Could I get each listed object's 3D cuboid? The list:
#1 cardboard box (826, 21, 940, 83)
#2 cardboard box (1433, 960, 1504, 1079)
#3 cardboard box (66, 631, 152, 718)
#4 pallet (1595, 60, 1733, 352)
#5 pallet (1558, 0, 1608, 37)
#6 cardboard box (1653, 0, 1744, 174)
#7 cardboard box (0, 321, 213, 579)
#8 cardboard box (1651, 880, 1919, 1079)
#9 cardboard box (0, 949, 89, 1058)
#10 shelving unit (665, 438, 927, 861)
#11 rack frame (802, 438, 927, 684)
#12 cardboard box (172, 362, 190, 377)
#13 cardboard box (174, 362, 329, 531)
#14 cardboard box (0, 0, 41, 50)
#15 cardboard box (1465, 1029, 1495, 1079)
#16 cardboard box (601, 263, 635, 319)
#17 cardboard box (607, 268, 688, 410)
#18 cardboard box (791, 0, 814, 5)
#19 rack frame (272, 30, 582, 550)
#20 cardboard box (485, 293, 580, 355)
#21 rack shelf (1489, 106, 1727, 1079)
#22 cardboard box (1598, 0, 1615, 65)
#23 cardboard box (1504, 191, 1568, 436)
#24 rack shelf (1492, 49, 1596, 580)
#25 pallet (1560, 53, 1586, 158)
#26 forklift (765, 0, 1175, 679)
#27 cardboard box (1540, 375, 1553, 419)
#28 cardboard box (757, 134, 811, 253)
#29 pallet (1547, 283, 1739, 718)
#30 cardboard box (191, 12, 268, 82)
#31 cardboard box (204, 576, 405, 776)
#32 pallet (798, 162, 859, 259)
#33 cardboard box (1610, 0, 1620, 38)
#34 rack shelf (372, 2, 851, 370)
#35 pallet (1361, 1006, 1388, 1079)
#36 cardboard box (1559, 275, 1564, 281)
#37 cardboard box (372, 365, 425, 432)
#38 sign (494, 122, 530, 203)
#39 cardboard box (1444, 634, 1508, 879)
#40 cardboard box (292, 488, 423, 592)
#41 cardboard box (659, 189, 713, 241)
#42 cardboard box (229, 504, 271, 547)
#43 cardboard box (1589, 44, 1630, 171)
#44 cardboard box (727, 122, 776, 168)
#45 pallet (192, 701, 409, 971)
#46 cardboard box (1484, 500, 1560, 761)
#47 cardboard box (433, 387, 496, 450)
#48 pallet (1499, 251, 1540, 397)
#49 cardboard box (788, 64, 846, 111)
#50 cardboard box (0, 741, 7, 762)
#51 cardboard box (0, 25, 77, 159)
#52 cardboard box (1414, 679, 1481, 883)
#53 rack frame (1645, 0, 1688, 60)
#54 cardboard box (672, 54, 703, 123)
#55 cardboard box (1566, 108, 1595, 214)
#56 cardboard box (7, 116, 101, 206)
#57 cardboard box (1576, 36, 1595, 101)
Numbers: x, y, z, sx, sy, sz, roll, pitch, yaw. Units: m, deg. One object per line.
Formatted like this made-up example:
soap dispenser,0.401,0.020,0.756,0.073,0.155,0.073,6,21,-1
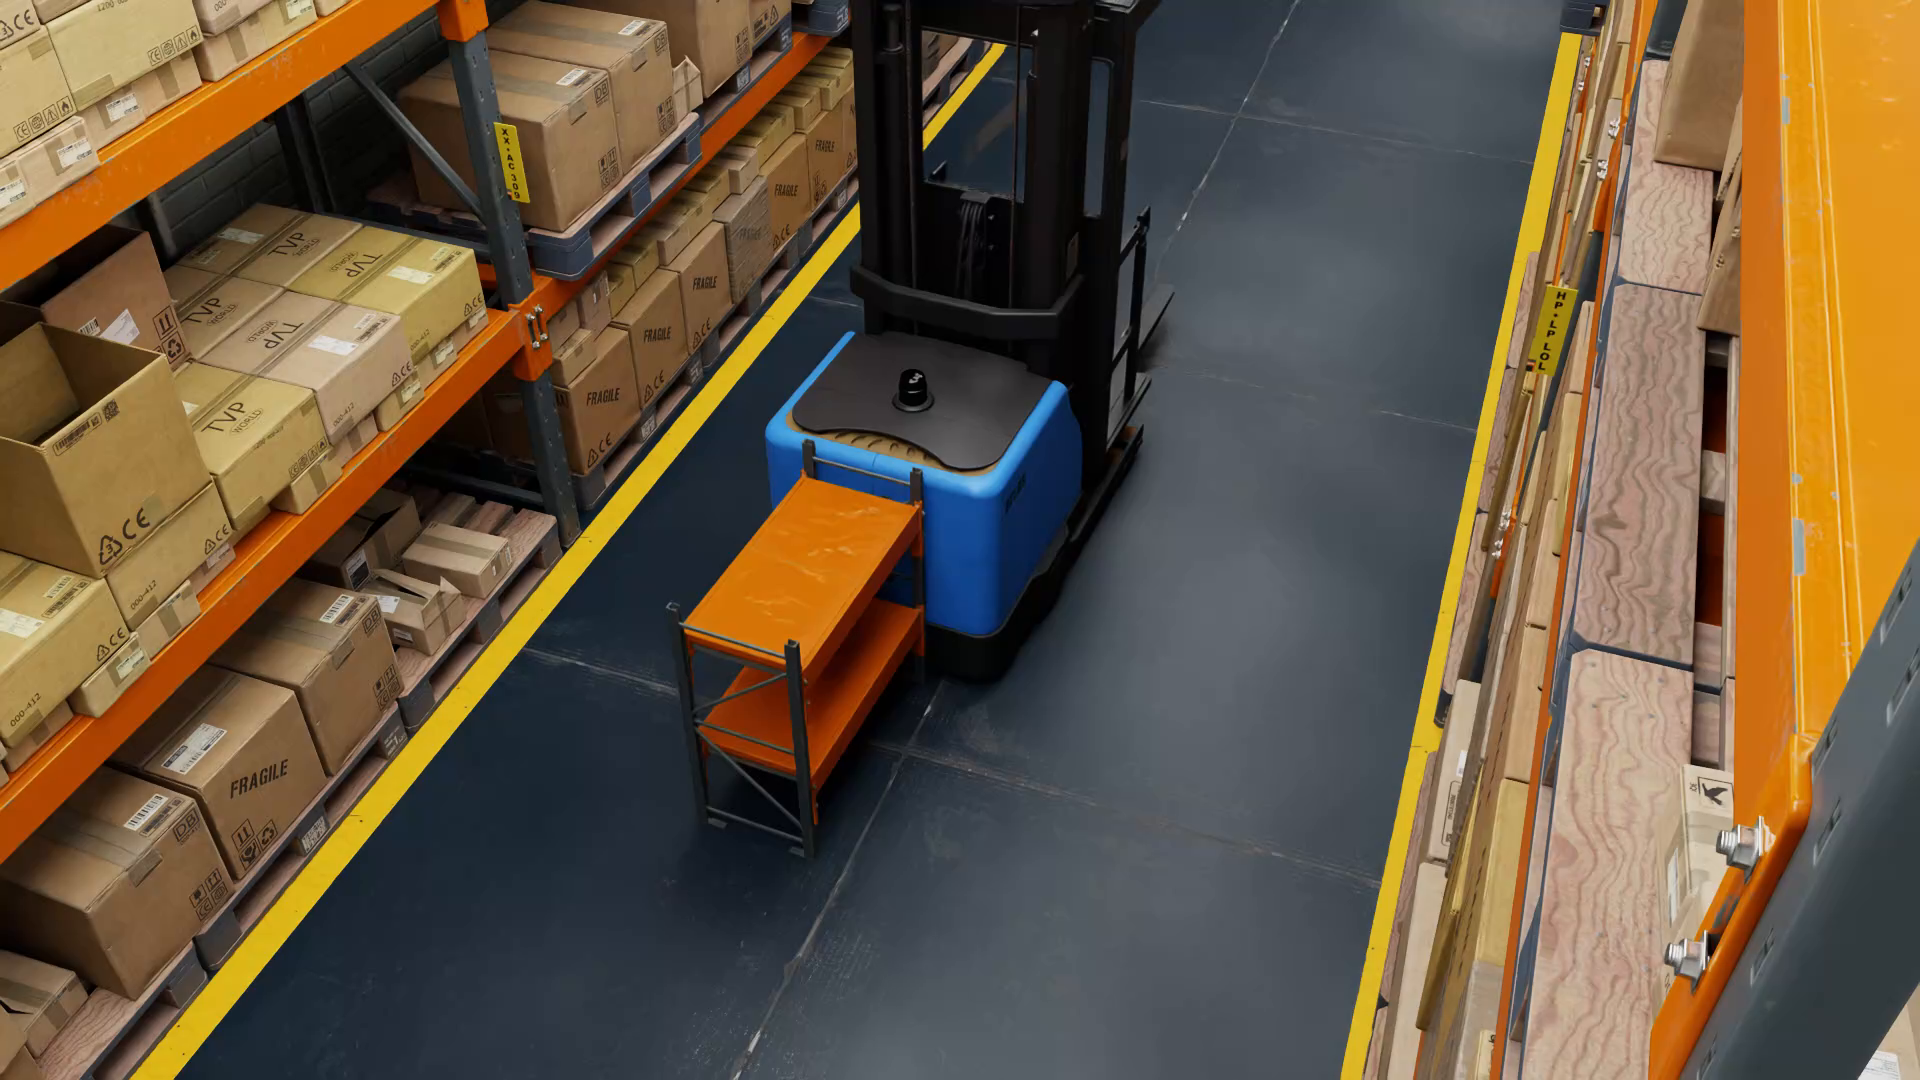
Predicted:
cardboard box,-0.655,-3.318,10.787,0.875,0.625,0.625,15,43,16
cardboard box,1.141,1.204,3.134,0.500,0.500,0.500,13,42,15
cardboard box,-2.759,0.376,5.145,0.380,0.149,0.250,12,42,14
pallet,2.127,-0.756,4.036,1.003,0.211,1.213,13,42,15
pallet,3.928,-2.970,9.022,1.213,0.211,1.003,13,42,15
cardboard box,2.018,-1.210,4.022,0.500,0.500,0.500,14,42,16
cardboard box,-2.696,-0.278,5.027,0.500,0.500,0.500,14,43,16
cardboard box,1.118,0.718,1.954,0.500,0.250,0.500,10,41,11
cardboard box,-3.137,1.518,5.487,0.380,0.149,0.250,12,42,13
shelving unit,-0.575,0.410,6.356,0.538,1.125,1.048,15,43,17
rack frame,-0.375,0.107,6.712,0.500,1.125,0.032,15,43,17
cardboard box,-3.015,-0.437,5.791,0.500,0.250,0.500,14,42,16
cardboard box,-2.534,-0.326,5.661,0.500,0.250,0.500,13,42,15
cardboard box,-2.713,-1.336,4.148,0.500,0.250,0.500,14,43,16
cardboard box,1.057,1.030,2.838,0.380,0.149,0.250,13,42,15
cardboard box,-1.777,-1.205,7.907,0.380,0.149,0.250,11,42,13
cardboard box,-1.699,-1.025,8.197,0.500,0.500,0.500,13,42,15
cardboard box,-0.938,-3.071,8.785,0.500,0.250,0.500,11,42,13
rack frame,-2.249,-1.244,6.851,1.000,3.000,0.127,13,42,15
cardboard box,-1.933,-0.986,7.422,0.380,0.149,0.250,13,42,14
rack shelf,1.733,0.207,3.393,1.077,0.370,4.000,13,42,15
cardboard box,3.379,-2.464,8.011,0.500,0.250,0.500,13,42,15
cardboard box,3.162,-0.990,7.867,0.875,0.875,0.875,14,42,16
rack shelf,3.101,-1.091,7.226,1.077,0.370,4.000,13,42,15
pallet,4.472,-2.742,10.755,1.003,0.211,1.213,13,42,15
forklift,0.251,-1.497,7.200,1.130,2.935,3.031,15,43,17
cardboard box,2.339,-0.601,5.827,0.500,0.250,0.500,13,42,15
cardboard box,-1.181,-1.965,9.298,0.500,0.500,0.500,15,43,17
pallet,1.709,-0.014,3.166,1.003,0.211,1.213,13,42,15
cardboard box,-2.369,-1.546,5.087,0.380,0.149,0.250,13,42,15
cardboard box,-2.635,0.489,6.422,0.700,0.500,0.500,12,42,13
pallet,-1.172,-2.176,10.092,1.003,0.211,1.213,13,42,15
cardboard box,3.226,-2.452,7.419,0.500,0.500,0.500,13,42,15
rack shelf,-1.565,-2.191,8.514,1.077,0.370,4.000,13,42,15
pallet,1.668,2.109,5.069,1.003,0.211,1.213,13,42,15
cardboard box,2.699,-1.031,6.717,0.500,0.250,0.500,12,42,14
cardboard box,-2.255,-0.571,6.255,0.380,0.149,0.250,14,43,16
sign,-1.736,-1.458,6.434,0.100,0.325,0.005,13,42,15
cardboard box,1.658,0.653,4.550,0.500,0.500,0.500,14,42,15
cardboard box,-2.697,-0.031,7.177,0.500,0.311,0.500,15,43,17
cardboard box,-1.488,-1.670,8.453,0.380,0.149,0.250,15,43,17
cardboard box,-2.625,-0.122,5.729,0.380,0.149,0.250,14,42,16
cardboard box,2.696,-1.514,6.319,0.500,0.500,0.500,15,43,16
cardboard box,-1.225,-2.155,9.021,0.380,0.149,0.250,13,42,14
pallet,-2.900,0.982,6.390,1.003,0.211,1.213,13,42,15
cardboard box,1.662,0.290,4.205,0.500,0.500,0.500,14,42,16
cardboard box,-2.359,-0.818,7.954,0.500,0.500,0.500,13,42,15
pallet,3.444,-1.060,8.783,1.003,0.211,1.213,13,42,15
cardboard box,-0.876,-2.609,9.553,0.380,0.149,0.250,11,42,13
cardboard box,-3.036,0.615,4.558,0.500,0.250,0.500,14,42,16
cardboard box,-2.712,-1.157,4.323,0.500,0.250,0.500,13,42,14
cardboard box,2.101,1.029,5.837,0.875,0.438,0.875,13,42,14
rack frame,2.417,-2.427,3.615,1.000,3.000,0.127,13,42,15
cardboard box,-1.413,-2.115,7.652,0.396,0.266,0.258,15,43,17
cardboard box,2.834,-1.541,6.929,0.500,0.250,0.500,14,42,16
cardboard box,-2.593,-1.060,4.517,0.380,0.149,0.250,14,42,16
cardboard box,4.497,-3.000,10.610,0.950,0.372,0.625,15,43,17
